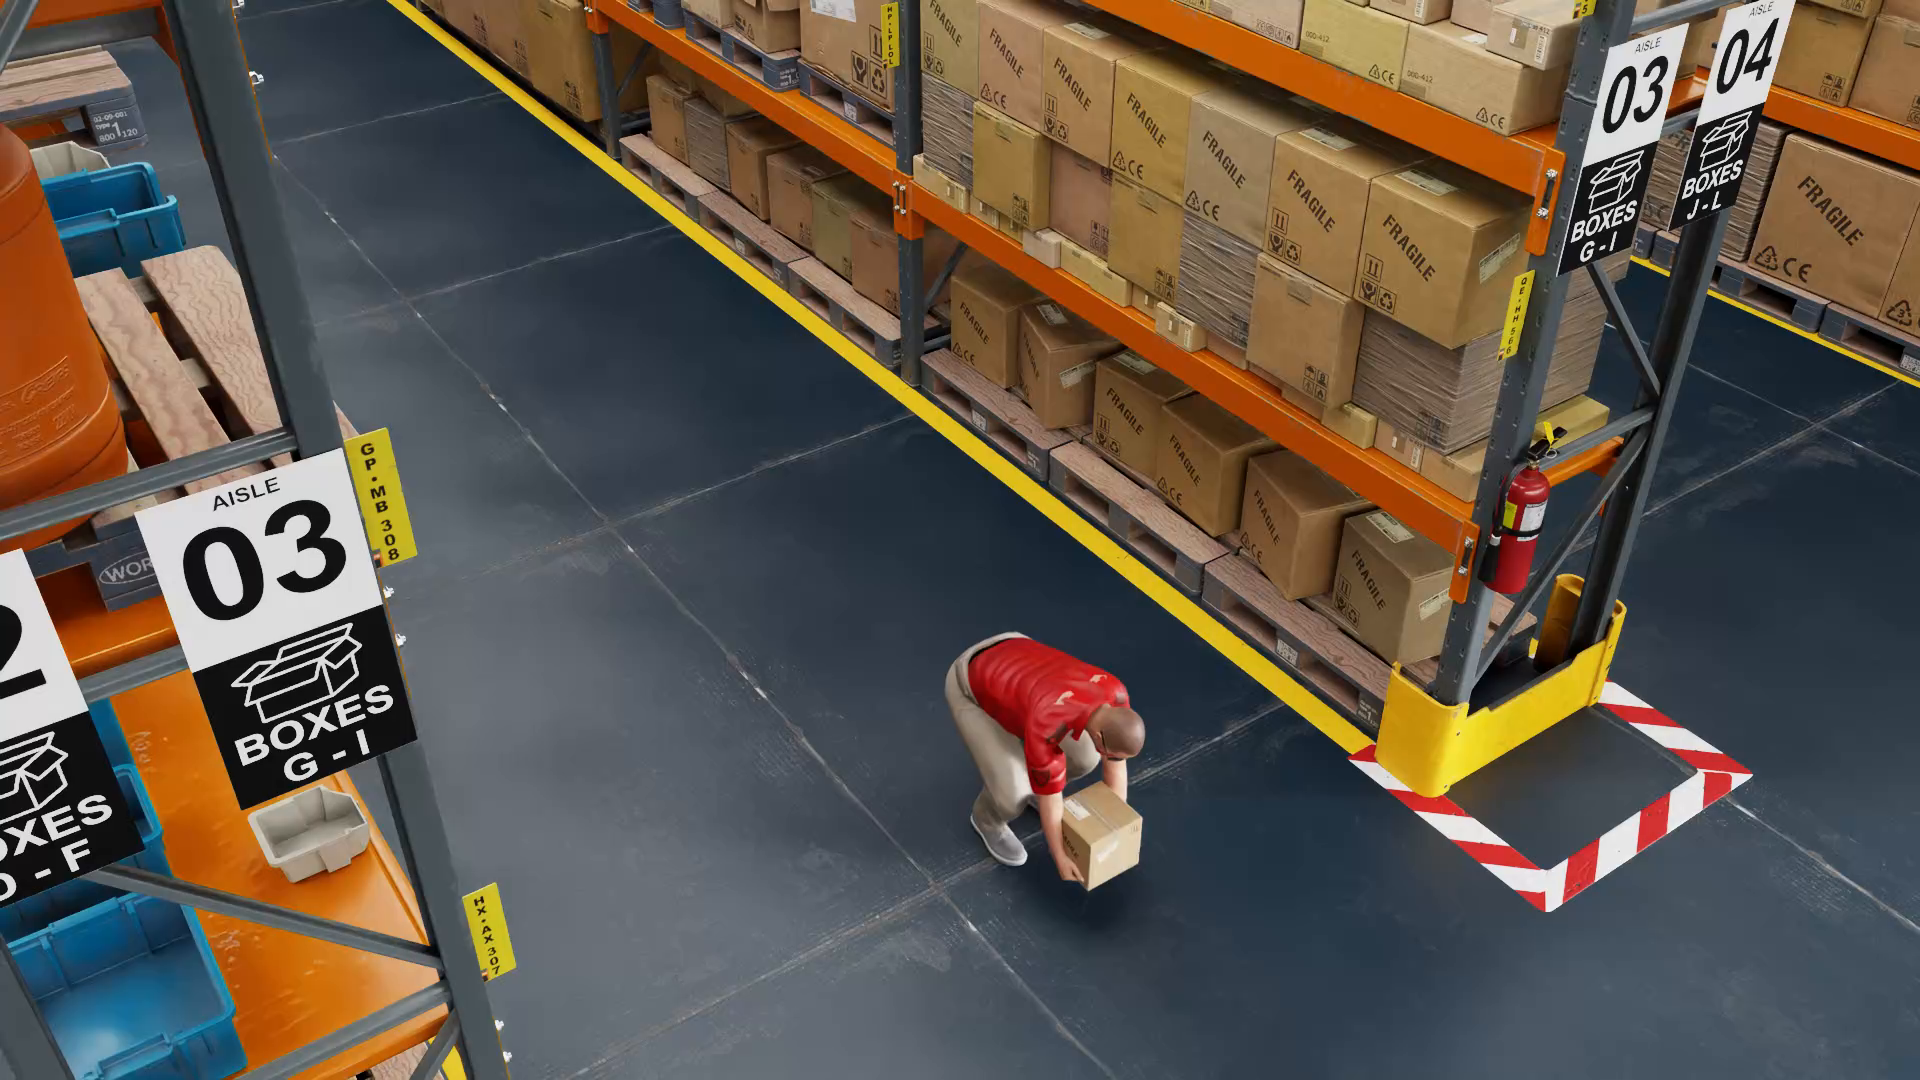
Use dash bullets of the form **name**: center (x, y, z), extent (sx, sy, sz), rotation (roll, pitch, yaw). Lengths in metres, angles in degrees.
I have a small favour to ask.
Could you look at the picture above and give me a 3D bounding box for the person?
- **person**: center (0.384, 0.797, 6.385), extent (0.481, 0.794, 0.803), rotation (-25, 43, -30)
